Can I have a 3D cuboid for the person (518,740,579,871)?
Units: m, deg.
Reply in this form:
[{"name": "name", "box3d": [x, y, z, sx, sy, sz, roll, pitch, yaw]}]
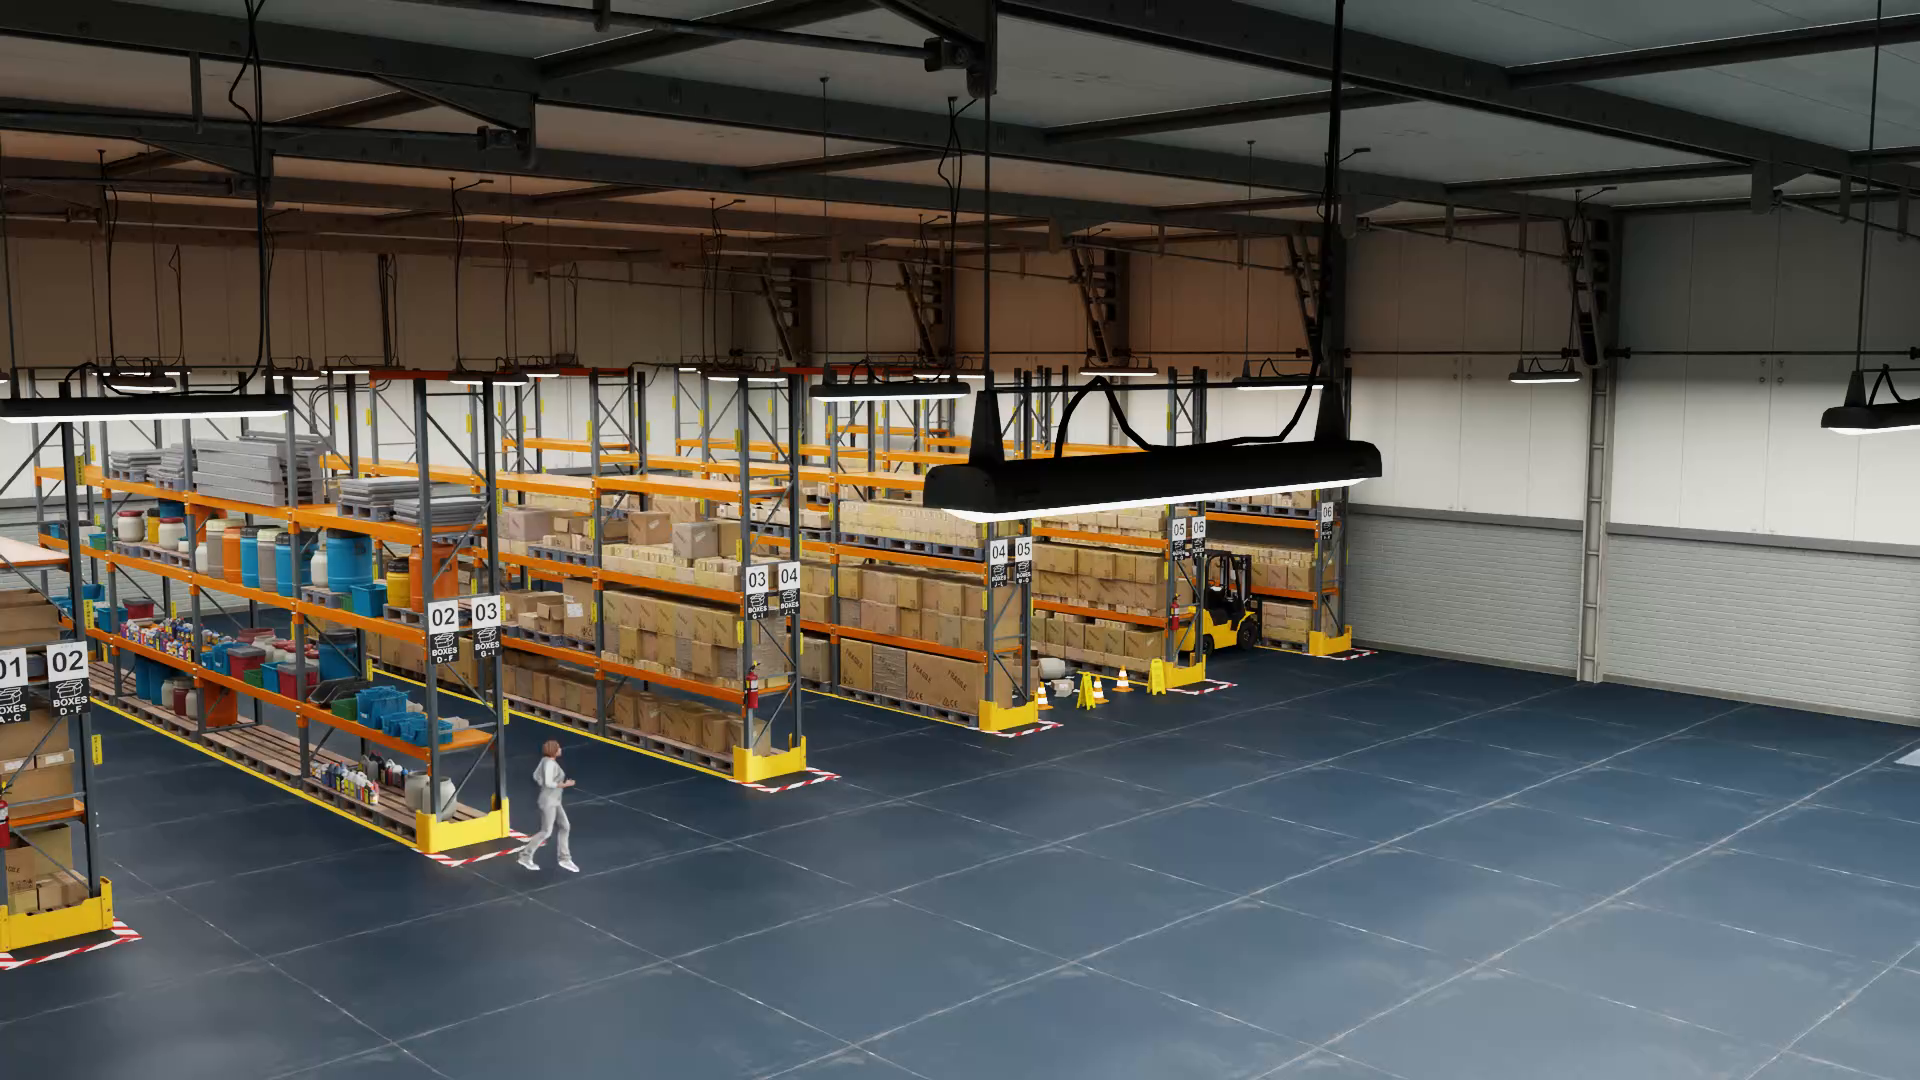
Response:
[{"name": "person", "box3d": [-5.035, 3.255, 20.342, 0.708, 1.623, 0.539, -1, 7, -11]}]
